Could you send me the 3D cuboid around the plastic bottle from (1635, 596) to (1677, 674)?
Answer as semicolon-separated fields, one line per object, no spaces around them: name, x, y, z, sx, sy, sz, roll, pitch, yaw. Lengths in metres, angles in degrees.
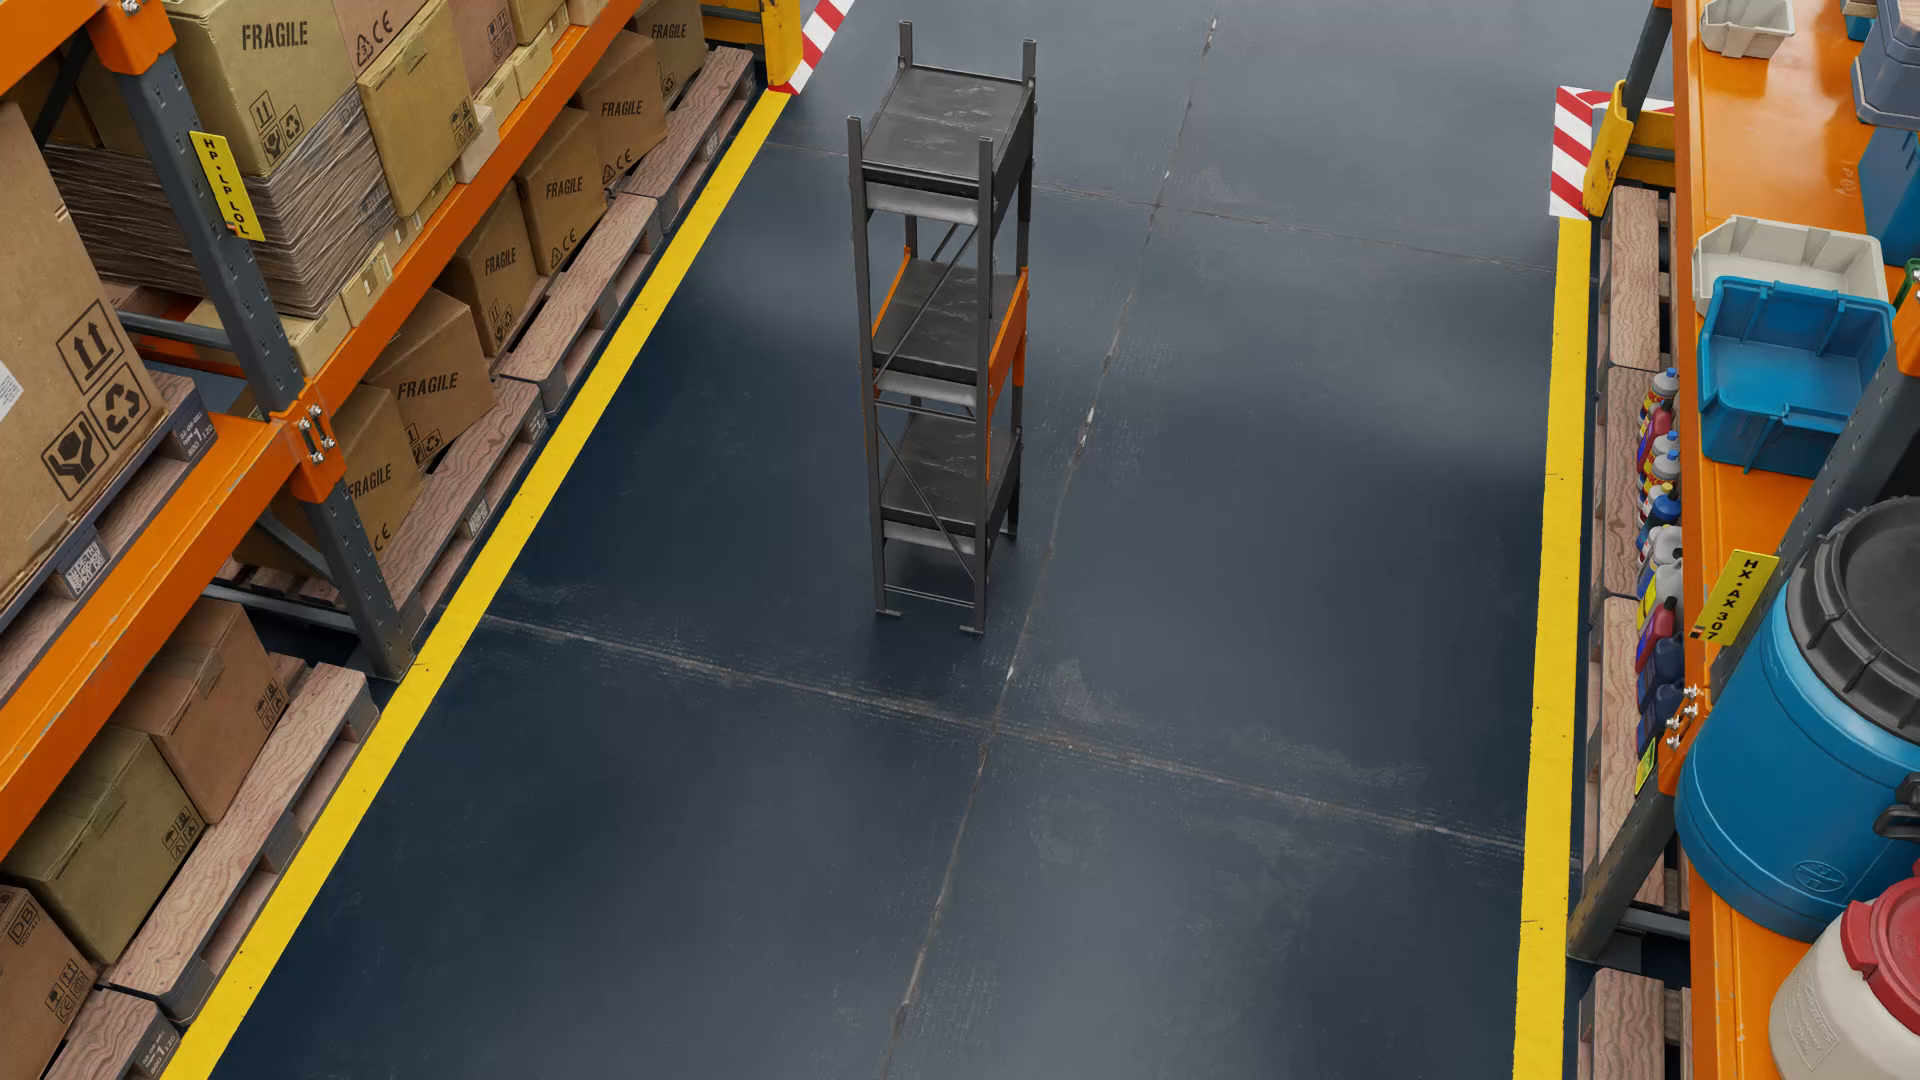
plastic bottle;2.304;0.313;5.491;0.061;0.283;0.133;15;50;13

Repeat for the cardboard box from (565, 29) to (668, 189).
cardboard box;-1.671;-1.947;7.355;0.500;0.500;0.500;24;53;20

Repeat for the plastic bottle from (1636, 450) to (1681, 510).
plastic bottle;2.518;-0.218;5.968;0.097;0.271;0.097;0;49;0

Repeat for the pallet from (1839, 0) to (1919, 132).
pallet;2.455;-1.124;3.366;1.213;0.211;1.003;12;50;10

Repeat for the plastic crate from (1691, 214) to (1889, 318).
plastic crate;2.543;-0.790;5.122;0.530;0.136;0.437;12;50;10

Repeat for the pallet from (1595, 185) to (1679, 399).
pallet;3.219;-0.972;6.967;1.003;0.211;1.213;12;50;10

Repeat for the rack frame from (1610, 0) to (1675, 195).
rack frame;3.412;-2.546;6.496;1.000;3.000;0.127;12;50;10

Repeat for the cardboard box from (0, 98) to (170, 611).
cardboard box;-2.763;-0.420;3.940;1.000;1.000;1.000;12;50;10

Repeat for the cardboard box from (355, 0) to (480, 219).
cardboard box;-2.075;-1.429;5.246;0.875;0.500;0.500;12;50;10

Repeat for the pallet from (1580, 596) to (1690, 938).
pallet;2.576;0.793;5.410;1.003;0.211;1.213;12;50;10

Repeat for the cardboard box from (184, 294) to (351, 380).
cardboard box;-2.072;-0.643;4.984;0.380;0.149;0.250;12;50;10

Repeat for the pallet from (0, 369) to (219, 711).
pallet;-2.760;-0.042;4.415;1.003;0.211;1.213;12;50;10

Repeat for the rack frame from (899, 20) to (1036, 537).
rack frame;0.021;-0.752;5.513;0.400;2.100;0.015;12;50;10

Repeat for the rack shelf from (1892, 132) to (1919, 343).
rack shelf;2.886;-1.854;4.364;1.077;0.370;4.000;12;50;10

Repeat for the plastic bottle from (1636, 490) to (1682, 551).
plastic bottle;2.465;-0.072;5.839;0.097;0.271;0.097;0;49;0

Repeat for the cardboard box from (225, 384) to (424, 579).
cardboard box;-2.275;-0.223;5.833;0.500;0.500;0.500;10;49;9

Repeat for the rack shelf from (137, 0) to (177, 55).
rack shelf;-1.892;-2.831;5.227;1.077;0.370;4.000;12;50;10

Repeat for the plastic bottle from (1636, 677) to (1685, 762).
plastic bottle;2.251;0.556;5.232;0.144;0.351;0.185;10;49;9

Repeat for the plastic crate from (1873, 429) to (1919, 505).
plastic crate;2.620;0.015;4.278;0.767;0.338;0.504;12;50;10

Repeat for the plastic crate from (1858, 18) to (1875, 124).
plastic crate;3.393;-1.607;5.767;0.499;0.251;0.408;12;50;10

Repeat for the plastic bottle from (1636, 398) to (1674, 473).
plastic bottle;2.557;-0.382;6.105;0.061;0.283;0.133;12;50;11

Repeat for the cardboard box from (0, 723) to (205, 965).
cardboard box;-2.745;0.833;4.888;0.700;0.500;0.500;11;50;10

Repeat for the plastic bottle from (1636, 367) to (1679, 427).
plastic bottle;2.634;-0.539;6.251;0.097;0.271;0.097;0;49;0

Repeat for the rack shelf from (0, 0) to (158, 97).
rack shelf;-2.945;0.062;2.674;1.077;0.370;4.000;12;50;10

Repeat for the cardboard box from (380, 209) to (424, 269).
cardboard box;-1.955;-1.007;5.306;0.380;0.149;0.250;12;50;10

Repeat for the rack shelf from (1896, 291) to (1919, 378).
rack shelf;1.833;1.040;1.811;1.077;0.370;4.000;12;50;10

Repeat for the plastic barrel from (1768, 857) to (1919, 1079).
plastic barrel;1.896;0.951;3.319;0.433;0.535;0.433;0;49;0

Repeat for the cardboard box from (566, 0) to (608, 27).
cardboard box;-1.535;-2.087;6.259;0.380;0.149;0.250;12;50;10

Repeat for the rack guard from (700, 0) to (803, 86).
rack guard;-1.386;-2.641;8.247;1.175;0.500;0.348;12;50;10

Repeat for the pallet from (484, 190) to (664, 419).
pallet;-1.957;-1.085;7.067;1.003;0.211;1.213;12;50;10

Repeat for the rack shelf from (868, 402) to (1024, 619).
rack shelf;-0.044;-0.103;5.892;0.431;0.518;0.480;12;50;10

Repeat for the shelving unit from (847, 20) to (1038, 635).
shelving unit;-0.044;-0.575;5.357;0.431;2.100;0.503;12;50;10

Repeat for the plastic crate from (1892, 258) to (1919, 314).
plastic crate;2.989;-0.508;4.839;0.450;0.188;0.662;12;50;10

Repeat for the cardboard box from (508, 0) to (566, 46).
cardboard box;-1.869;-2.164;5.895;0.875;0.500;0.500;12;50;10

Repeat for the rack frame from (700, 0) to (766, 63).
rack frame;-1.366;-3.523;7.359;1.000;3.000;0.127;12;50;10

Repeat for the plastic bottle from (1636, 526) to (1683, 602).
plastic bottle;2.433;0.091;5.692;0.152;0.276;0.135;12;50;11

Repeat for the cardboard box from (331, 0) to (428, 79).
cardboard box;-1.925;-1.729;4.844;0.500;0.500;0.500;12;50;10

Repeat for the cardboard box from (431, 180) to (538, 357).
cardboard box;-2.044;-1.103;6.610;0.500;0.500;0.500;8;49;7

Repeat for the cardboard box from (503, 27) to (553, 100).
cardboard box;-1.690;-1.730;5.944;0.380;0.149;0.250;12;50;10

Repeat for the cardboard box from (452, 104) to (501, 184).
cardboard box;-1.792;-1.363;5.620;0.380;0.149;0.250;12;50;10

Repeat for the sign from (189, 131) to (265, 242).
sign;-1.882;-0.906;4.277;0.100;0.325;0.005;12;50;10

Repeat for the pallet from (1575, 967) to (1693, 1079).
pallet;2.190;1.846;4.480;1.003;0.211;1.213;12;50;10
